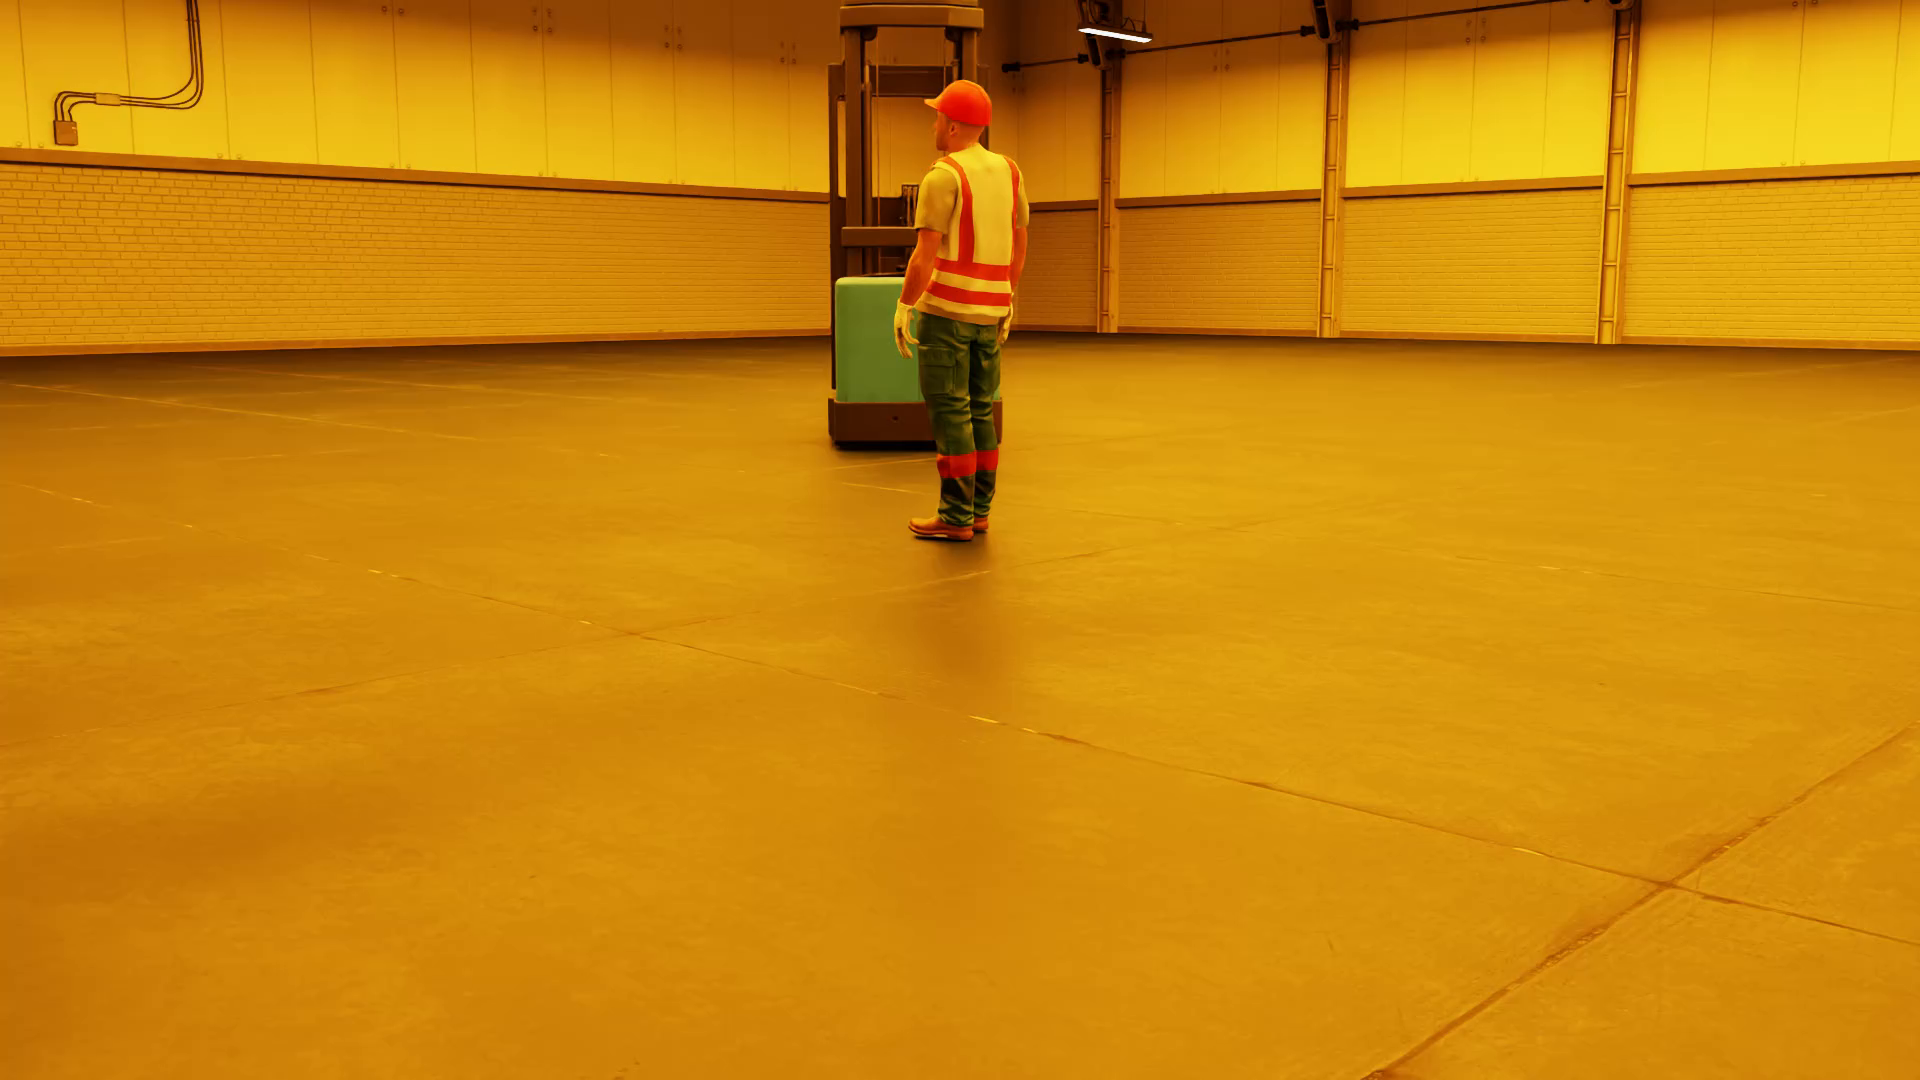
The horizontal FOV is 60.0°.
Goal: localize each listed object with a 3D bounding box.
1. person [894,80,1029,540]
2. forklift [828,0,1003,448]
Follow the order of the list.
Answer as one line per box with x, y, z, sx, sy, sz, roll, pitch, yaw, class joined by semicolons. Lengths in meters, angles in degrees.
-0.050;-0.902;6.647;0.562;1.790;0.637;8;12;43;person
-0.365;-2.216;11.594;1.130;2.935;3.031;-1;9;-4;forklift
